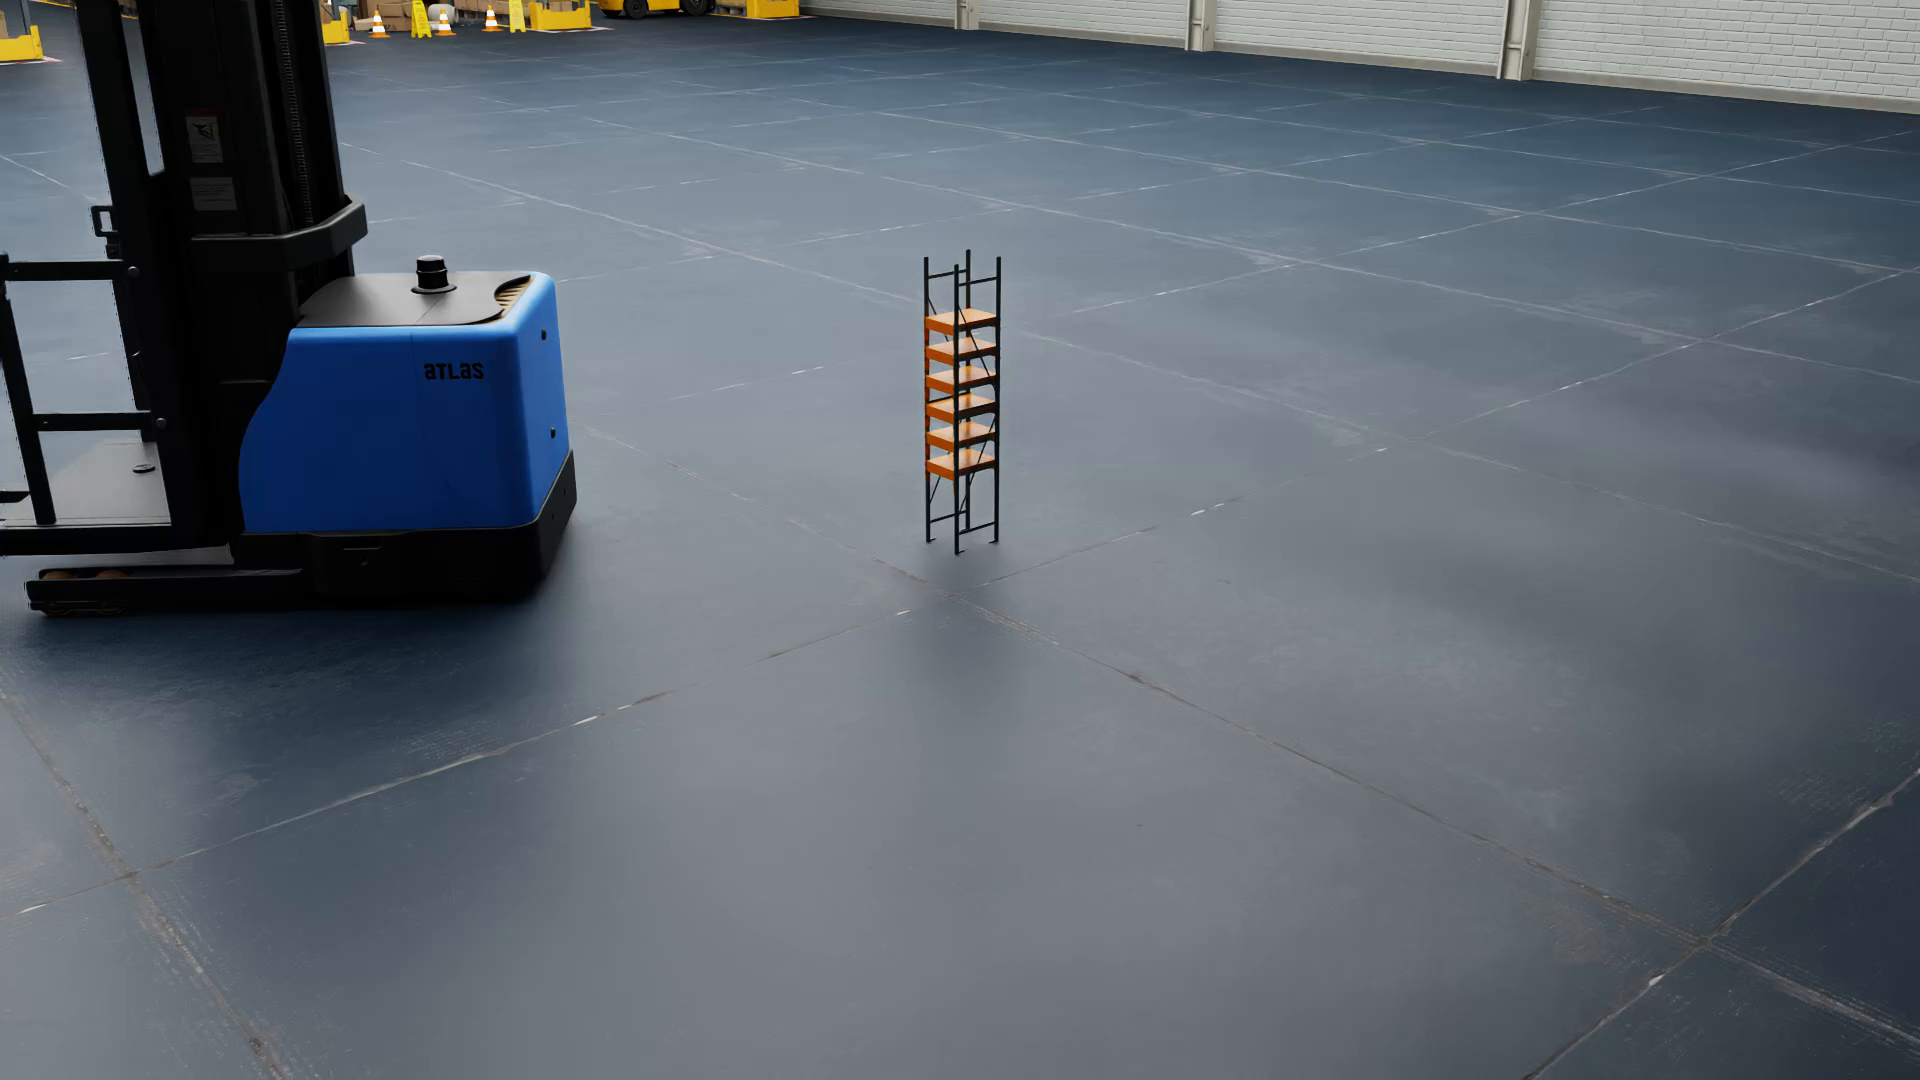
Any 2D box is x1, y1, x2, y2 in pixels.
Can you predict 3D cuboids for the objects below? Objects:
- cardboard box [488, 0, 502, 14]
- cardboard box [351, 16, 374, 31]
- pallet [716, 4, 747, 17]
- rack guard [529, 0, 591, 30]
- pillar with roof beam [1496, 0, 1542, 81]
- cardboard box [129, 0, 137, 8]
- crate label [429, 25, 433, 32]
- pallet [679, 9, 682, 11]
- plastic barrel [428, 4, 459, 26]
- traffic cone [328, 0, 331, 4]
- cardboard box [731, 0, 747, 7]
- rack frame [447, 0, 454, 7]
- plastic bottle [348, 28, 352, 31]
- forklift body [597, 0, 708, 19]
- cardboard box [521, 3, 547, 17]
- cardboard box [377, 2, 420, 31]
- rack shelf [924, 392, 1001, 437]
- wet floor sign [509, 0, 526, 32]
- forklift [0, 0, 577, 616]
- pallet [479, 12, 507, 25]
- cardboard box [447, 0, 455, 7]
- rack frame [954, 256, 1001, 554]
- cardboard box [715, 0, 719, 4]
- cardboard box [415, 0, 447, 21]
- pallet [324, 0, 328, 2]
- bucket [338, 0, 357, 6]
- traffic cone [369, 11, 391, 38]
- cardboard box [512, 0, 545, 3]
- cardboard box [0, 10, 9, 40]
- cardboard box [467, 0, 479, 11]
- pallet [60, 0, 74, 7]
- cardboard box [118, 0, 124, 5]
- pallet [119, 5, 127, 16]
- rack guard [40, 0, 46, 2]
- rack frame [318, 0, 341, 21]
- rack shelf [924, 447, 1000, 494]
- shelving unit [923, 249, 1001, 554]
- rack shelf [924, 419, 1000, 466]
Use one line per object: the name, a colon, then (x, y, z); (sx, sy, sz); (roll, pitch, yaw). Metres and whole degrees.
cardboard box: (-9.172, -10.775, 33.576); (0.500, 0.250, 0.500); (-19, 28, -39)
cardboard box: (-11.540, -10.002, 32.156); (0.396, 0.266, 0.258); (-12, 25, -28)
pallet: (-4.535, -11.498, 36.051); (1.003, 0.211, 1.213); (-17, 27, -37)
rack guard: (-7.812, -10.270, 32.518); (1.175, 0.500, 0.348); (-17, 27, -37)
pillar with roof beam: (4.712, -9.798, 19.660); (9.100, 9.000, 0.400); (-17, 27, -37)
cardboard box: (-17.296, -11.568, 35.257); (0.500, 0.500, 0.500); (-18, 27, -38)
crate label: (-10.199, -9.736, 31.653); (0.298, 0.136, 0.250); (7, 23, 18)
pallet: (-6.128, -12.172, 37.772); (1.003, 0.211, 1.213); (-17, 27, -37)
plastic barrel: (-10.258, -10.423, 33.016); (0.512, 0.421, 0.421); (0, 21, -1)
traffic cone: (-13.190, -11.188, 34.914); (0.336, 0.463, 0.334); (-17, 27, -37)
cardboard box: (-4.551, -11.565, 35.593); (0.500, 0.250, 0.500); (-17, 27, -37)
rack frame: (-10.373, -12.518, 34.831); (1.000, 3.000, 0.127); (-17, 27, -37)
plastic bottle: (-11.804, -9.784, 31.881); (0.133, 0.061, 0.283); (12, 24, 27)
forklift body: (-6.624, -12.290, 35.412); (2.313, 2.155, 1.214); (-17, 27, -37)
cardboard box: (-8.510, -10.494, 32.857); (0.500, 0.250, 0.500); (-18, 27, -38)
cardboard box: (-10.827, -10.133, 32.164); (0.637, 0.503, 0.797); (3, 22, 9)
rack shelf: (0.009, -0.513, 6.771); (0.258, 0.103, 0.180); (-17, 27, -37)
wet floor sign: (-8.449, -10.009, 31.654); (0.267, 0.644, 0.232); (-8, 23, -19)
forklift: (-3.146, -1.277, 6.226); (3.031, 2.935, 1.130); (-1, 21, -3)
pallet: (-9.108, -10.705, 34.026); (1.003, 0.211, 1.213); (-17, 27, -37)
cardboard box: (-10.718, -11.634, 35.602); (0.950, 0.372, 0.625); (-17, 27, -37)
rack frame: (0.069, -0.529, 6.690); (0.240, 1.200, 0.006); (-17, 27, -37)
cardboard box: (-5.188, -11.845, 36.308); (0.500, 0.250, 0.500); (-17, 27, -37)
cardboard box: (-10.705, -10.735, 33.703); (0.500, 0.500, 0.500); (0, 21, -1)
pallet: (-15.035, -13.234, 40.484); (1.003, 0.211, 1.213); (-17, 27, -37)
bucket: (-12.222, -11.006, 33.376); (0.726, 0.611, 0.620); (-8, 13, -19)
traffic cone: (-10.717, -9.510, 30.629); (0.336, 0.463, 0.334); (-17, 27, -37)
cardboard box: (-8.483, -10.836, 32.704); (0.500, 0.500, 0.500); (-17, 27, -37)
cardboard box: (-15.665, -8.262, 26.816); (0.500, 0.500, 0.500); (-12, 24, -28)
cardboard box: (-9.836, -11.061, 34.305); (0.500, 0.250, 0.500); (-16, 26, -34)
pallet: (-20.545, -12.738, 39.216); (1.003, 0.211, 1.213); (-17, 27, -37)
cardboard box: (-17.990, -11.854, 35.988); (0.500, 0.500, 0.500); (-19, 28, -40)
pallet: (-17.970, -11.671, 36.493); (1.003, 0.211, 1.213); (-17, 27, -37)
rack guard: (-21.841, -13.442, 40.618); (1.175, 0.500, 0.348); (-17, 27, -37)
rack frame: (-11.446, -10.206, 28.929); (1.000, 3.000, 0.127); (-17, 27, -37)
rack shelf: (0.009, -0.290, 6.859); (0.258, 0.103, 0.180); (-17, 27, -37)
shelving unit: (0.009, -0.555, 6.755); (0.258, 1.200, 0.189); (-17, 27, -37)
rack shelf: (0.009, -0.402, 6.815); (0.258, 0.103, 0.180); (-17, 27, -37)
